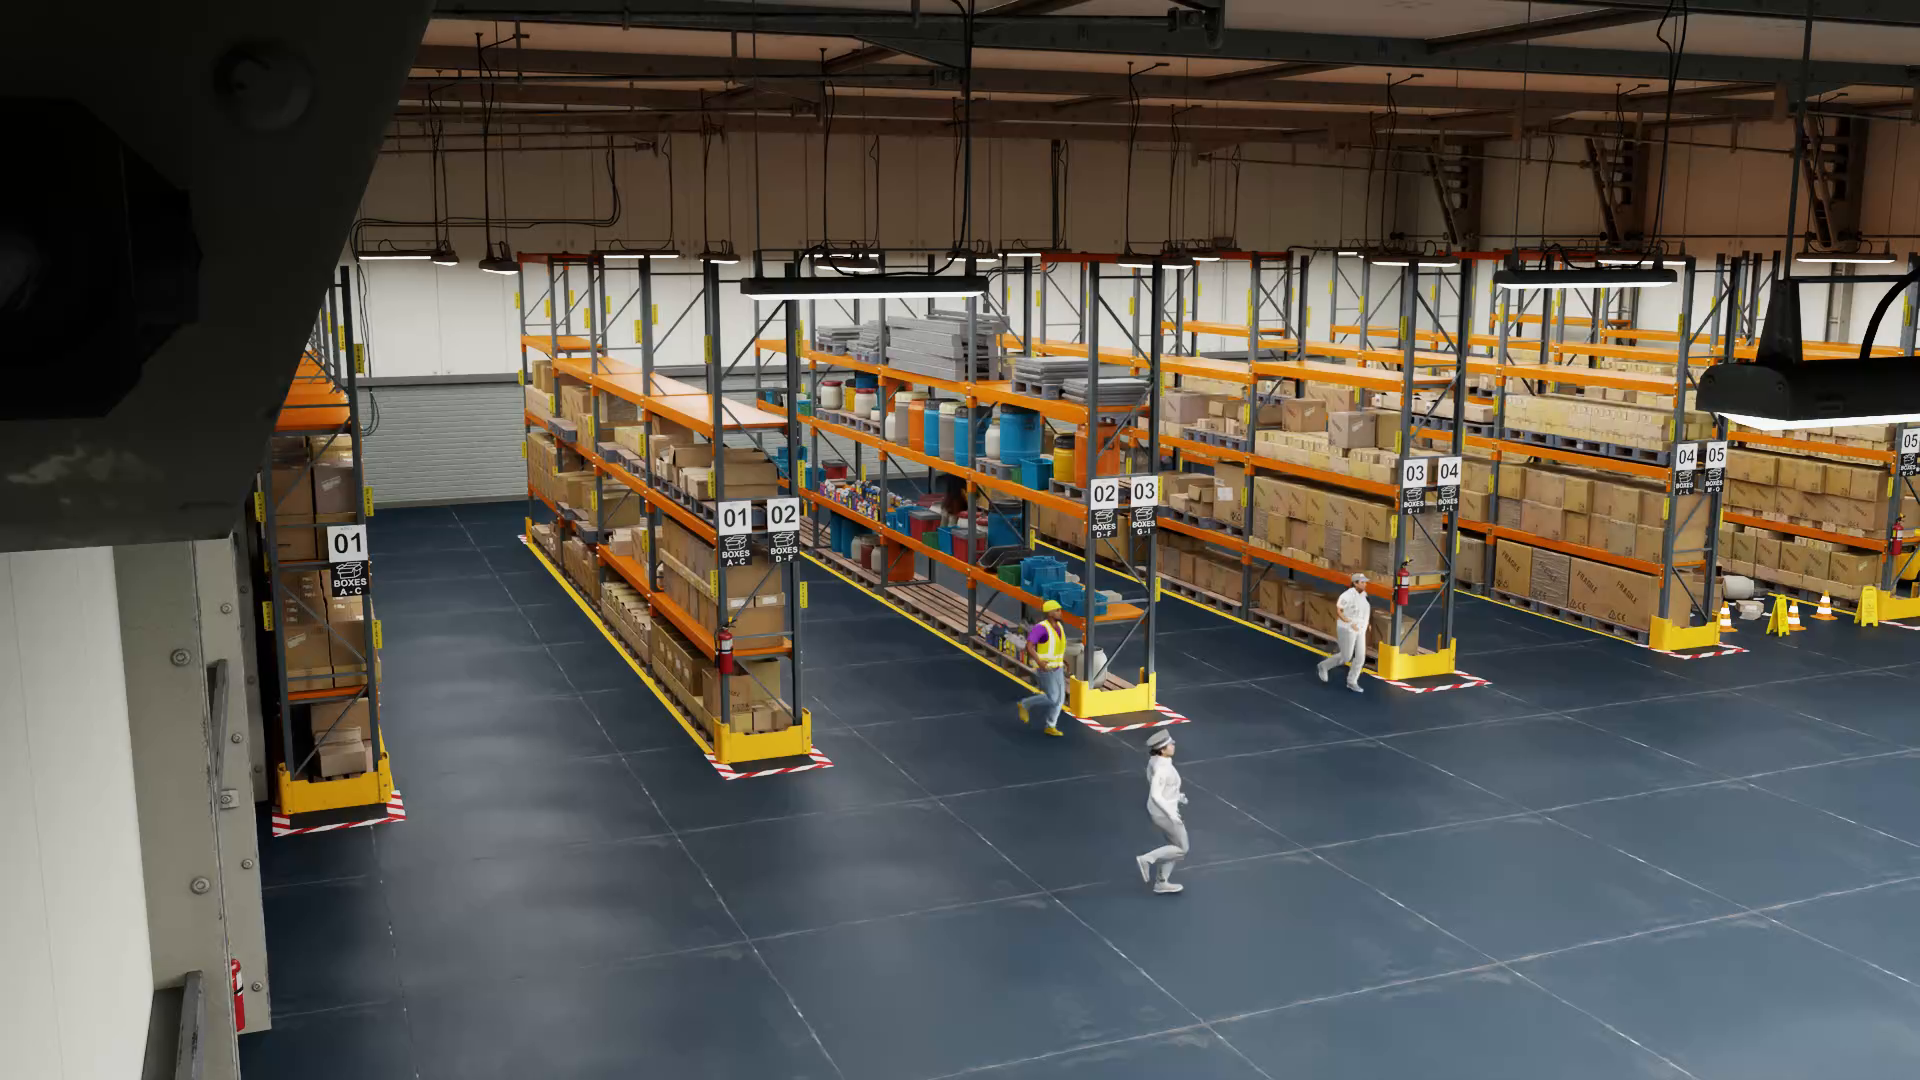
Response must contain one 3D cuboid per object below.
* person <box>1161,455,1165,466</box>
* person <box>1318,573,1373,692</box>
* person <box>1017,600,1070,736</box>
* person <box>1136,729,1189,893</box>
[{"bbox_3d":[5.031,-1.997,41.690,0.723,1.554,0.582,2,11,11],"label":"person"},{"bbox_3d":[5.538,1.274,23.583,0.629,1.638,0.723,-8,13,-38],"label":"person"},{"bbox_3d":[1.161,1.622,21.462,0.688,1.698,0.749,7,13,35],"label":"person"},{"bbox_3d":[1.966,2.630,16.128,0.543,1.644,0.629,-1,10,-4],"label":"person"}]
